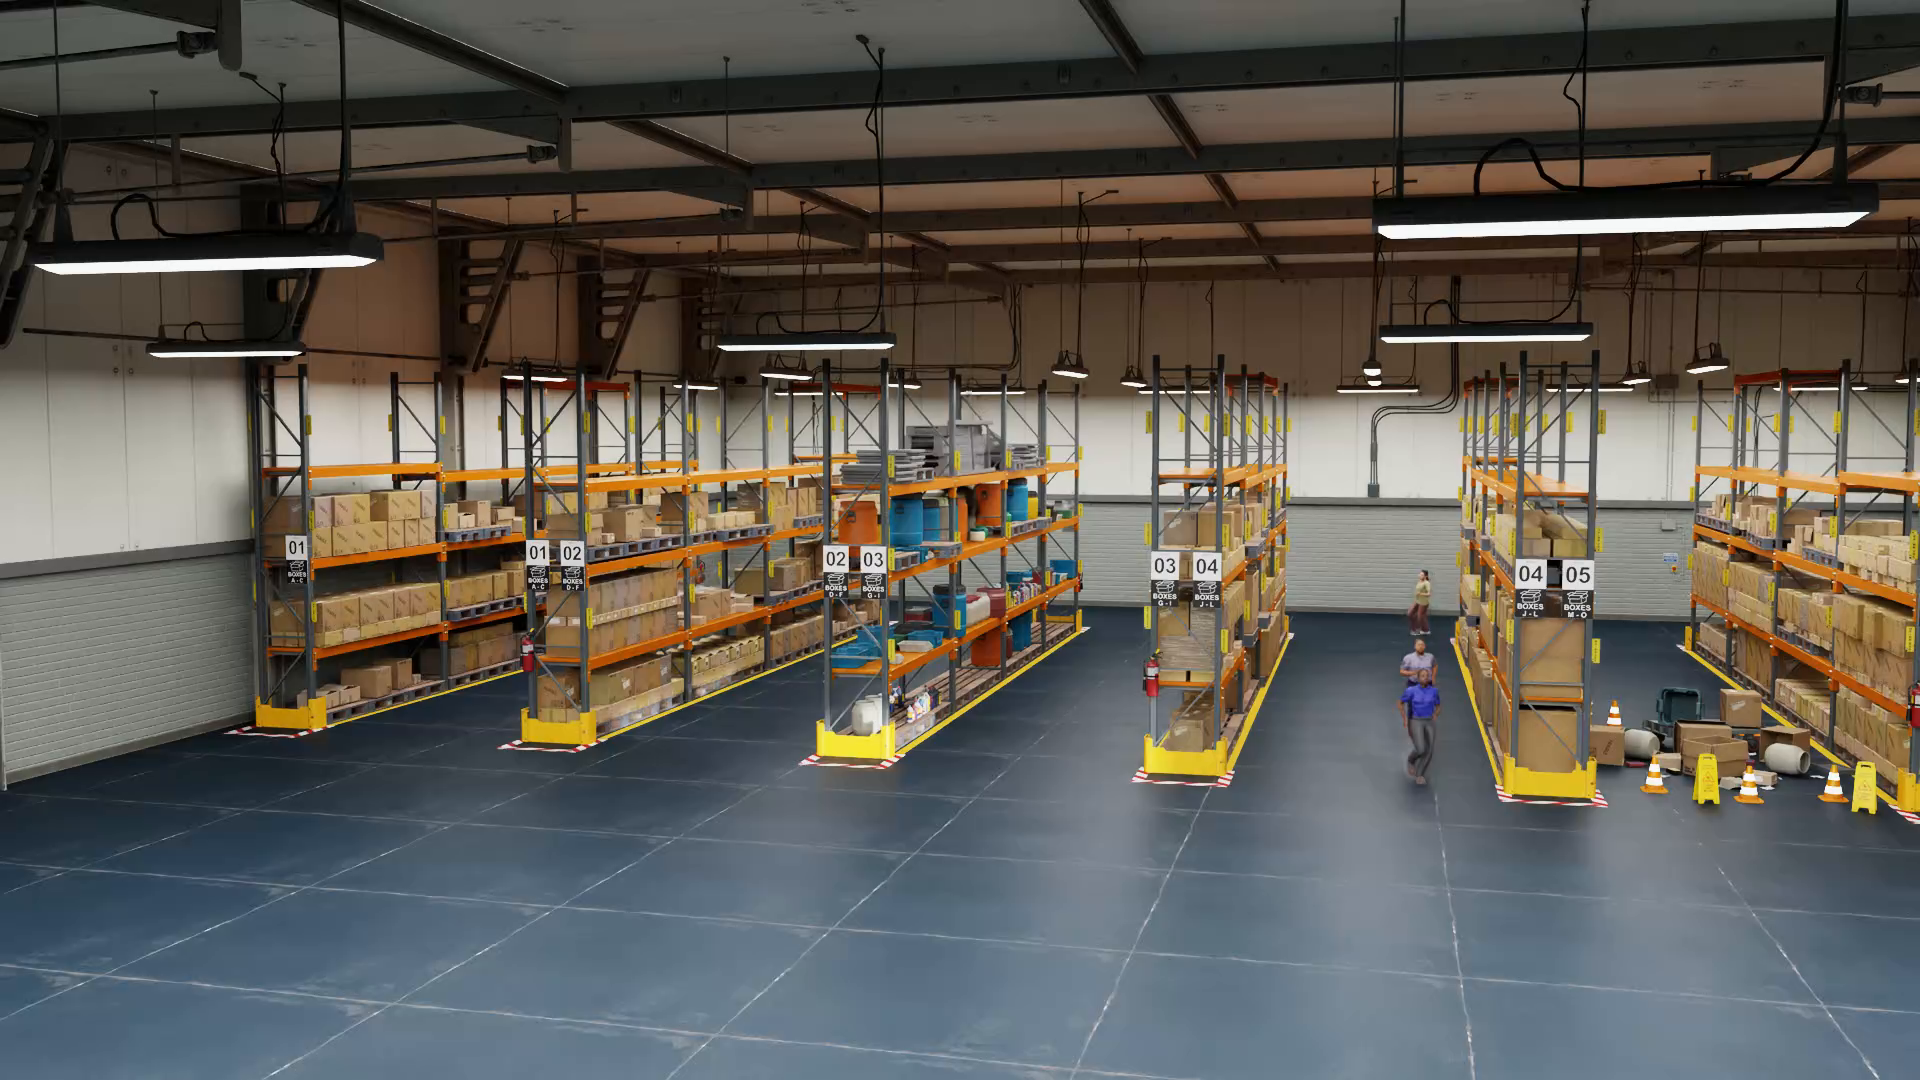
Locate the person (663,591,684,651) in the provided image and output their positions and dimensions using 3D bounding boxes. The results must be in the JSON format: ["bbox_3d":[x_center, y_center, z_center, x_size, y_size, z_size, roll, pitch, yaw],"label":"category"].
[{"bbox_3d":[-6.016,1.722,34.796,0.701,1.840,0.800,1,4,9],"label":"person"}]

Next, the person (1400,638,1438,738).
[{"bbox_3d":[7.186,2.365,26.020,0.602,1.622,0.913,1,4,9],"label":"person"}]

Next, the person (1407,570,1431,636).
[{"bbox_3d":[10.957,1.503,39.348,0.626,1.641,0.723,-1,4,-18],"label":"person"}]

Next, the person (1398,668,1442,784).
[{"bbox_3d":[6.454,2.603,23.183,0.573,1.619,0.546,0,4,-5],"label":"person"}]
